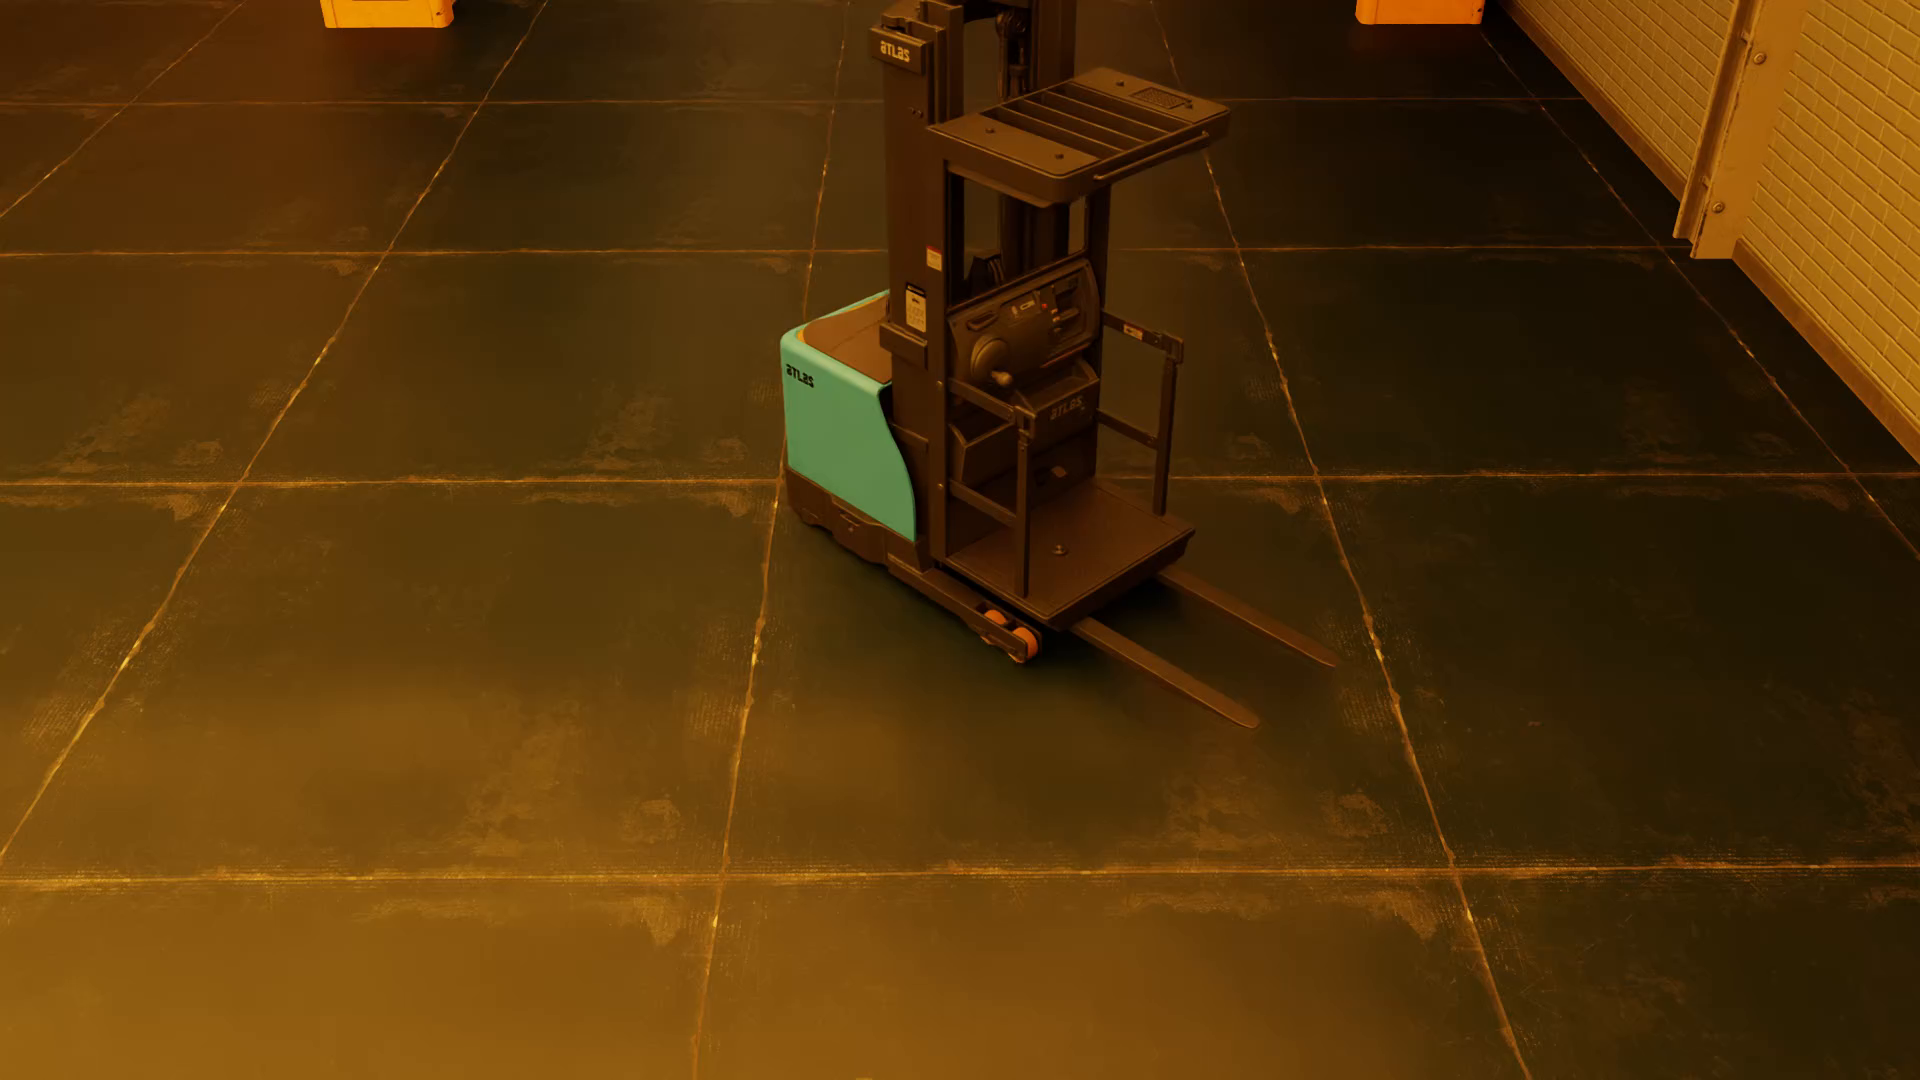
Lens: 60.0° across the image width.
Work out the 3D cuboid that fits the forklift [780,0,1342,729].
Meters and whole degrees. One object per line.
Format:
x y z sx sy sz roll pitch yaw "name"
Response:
0.456 -0.953 7.587 1.130 2.935 3.031 -29 44 -35 "forklift"
